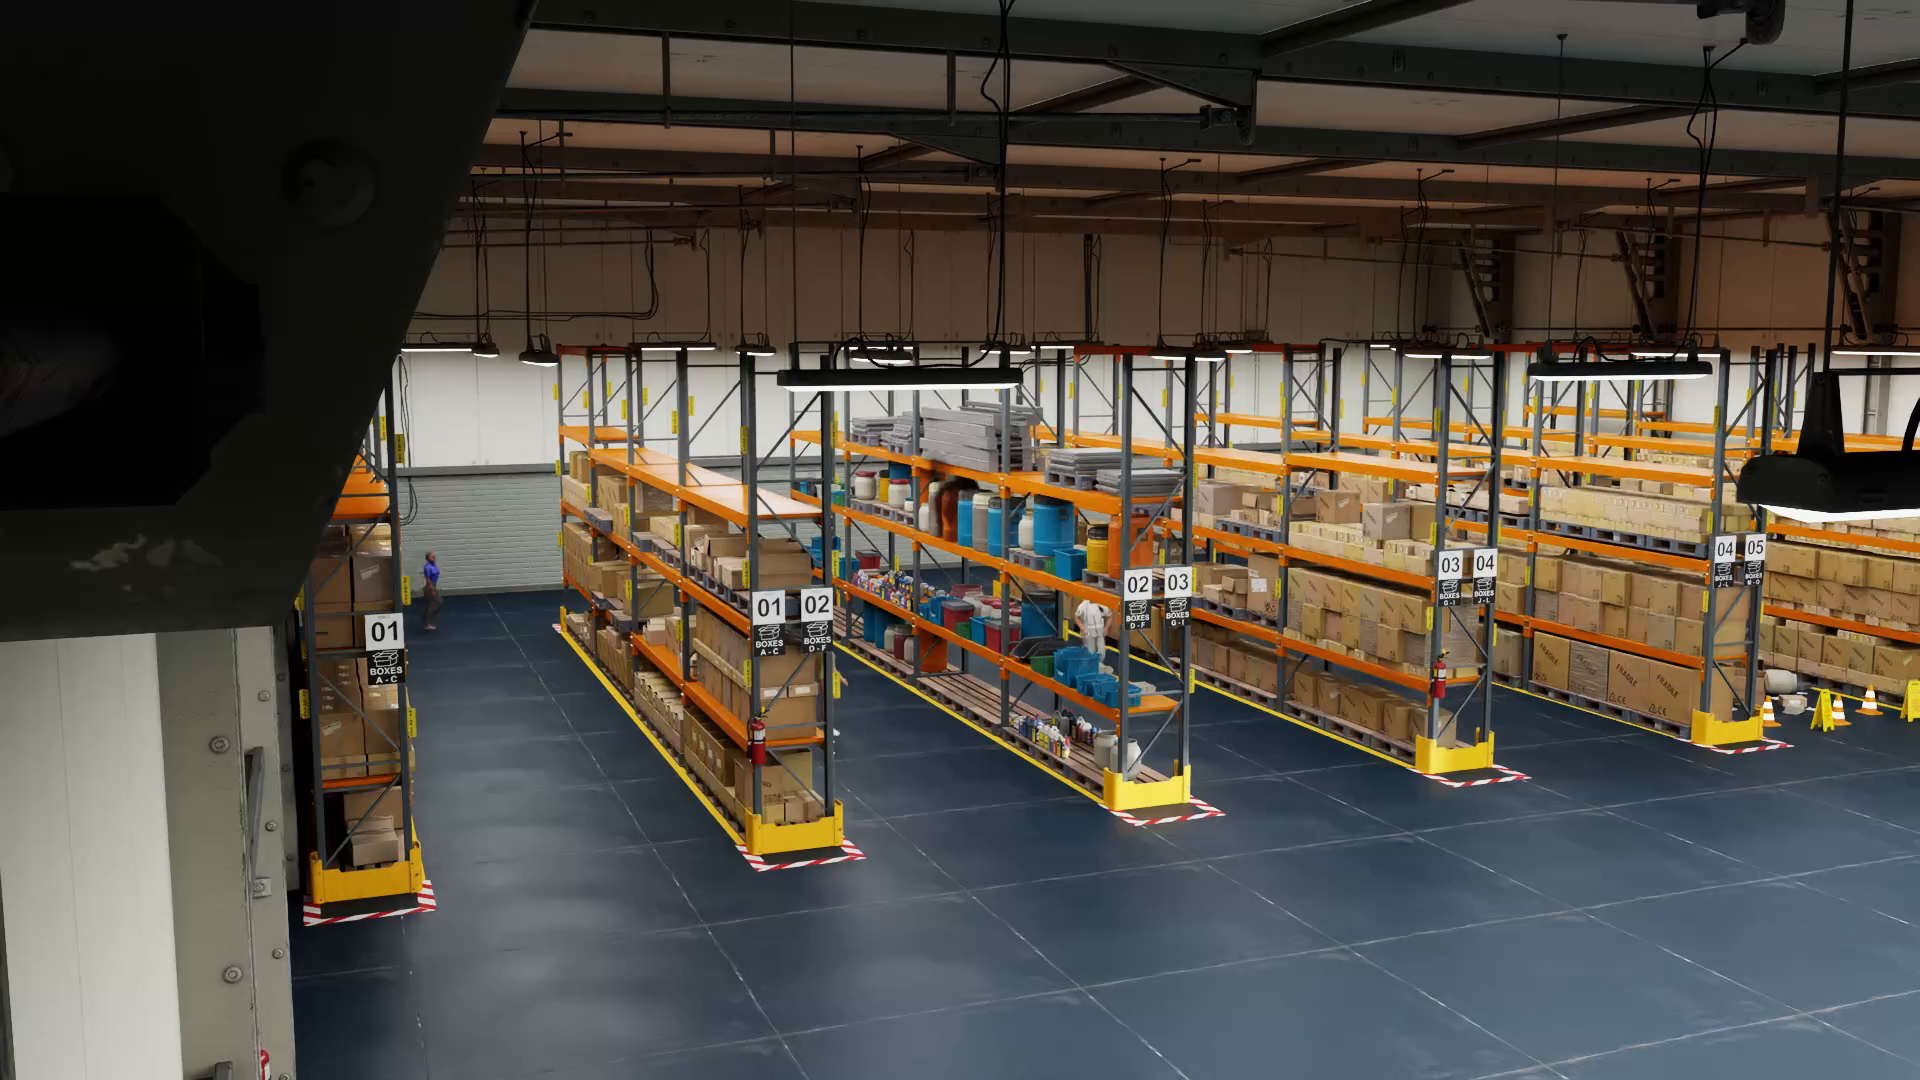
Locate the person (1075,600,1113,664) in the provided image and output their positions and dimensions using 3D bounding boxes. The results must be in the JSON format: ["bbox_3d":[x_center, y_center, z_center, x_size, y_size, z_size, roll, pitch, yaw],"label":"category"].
[{"bbox_3d":[2.432,1.682,29.939,0.624,1.764,0.594,-4,8,-27],"label":"person"}]

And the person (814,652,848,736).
[{"bbox_3d":[-2.022,2.219,25.899,0.512,1.711,0.547,-1,7,-11],"label":"person"}]

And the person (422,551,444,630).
[{"bbox_3d":[-11.095,1.067,34.941,0.453,1.666,0.572,-2,8,-15],"label":"person"}]
